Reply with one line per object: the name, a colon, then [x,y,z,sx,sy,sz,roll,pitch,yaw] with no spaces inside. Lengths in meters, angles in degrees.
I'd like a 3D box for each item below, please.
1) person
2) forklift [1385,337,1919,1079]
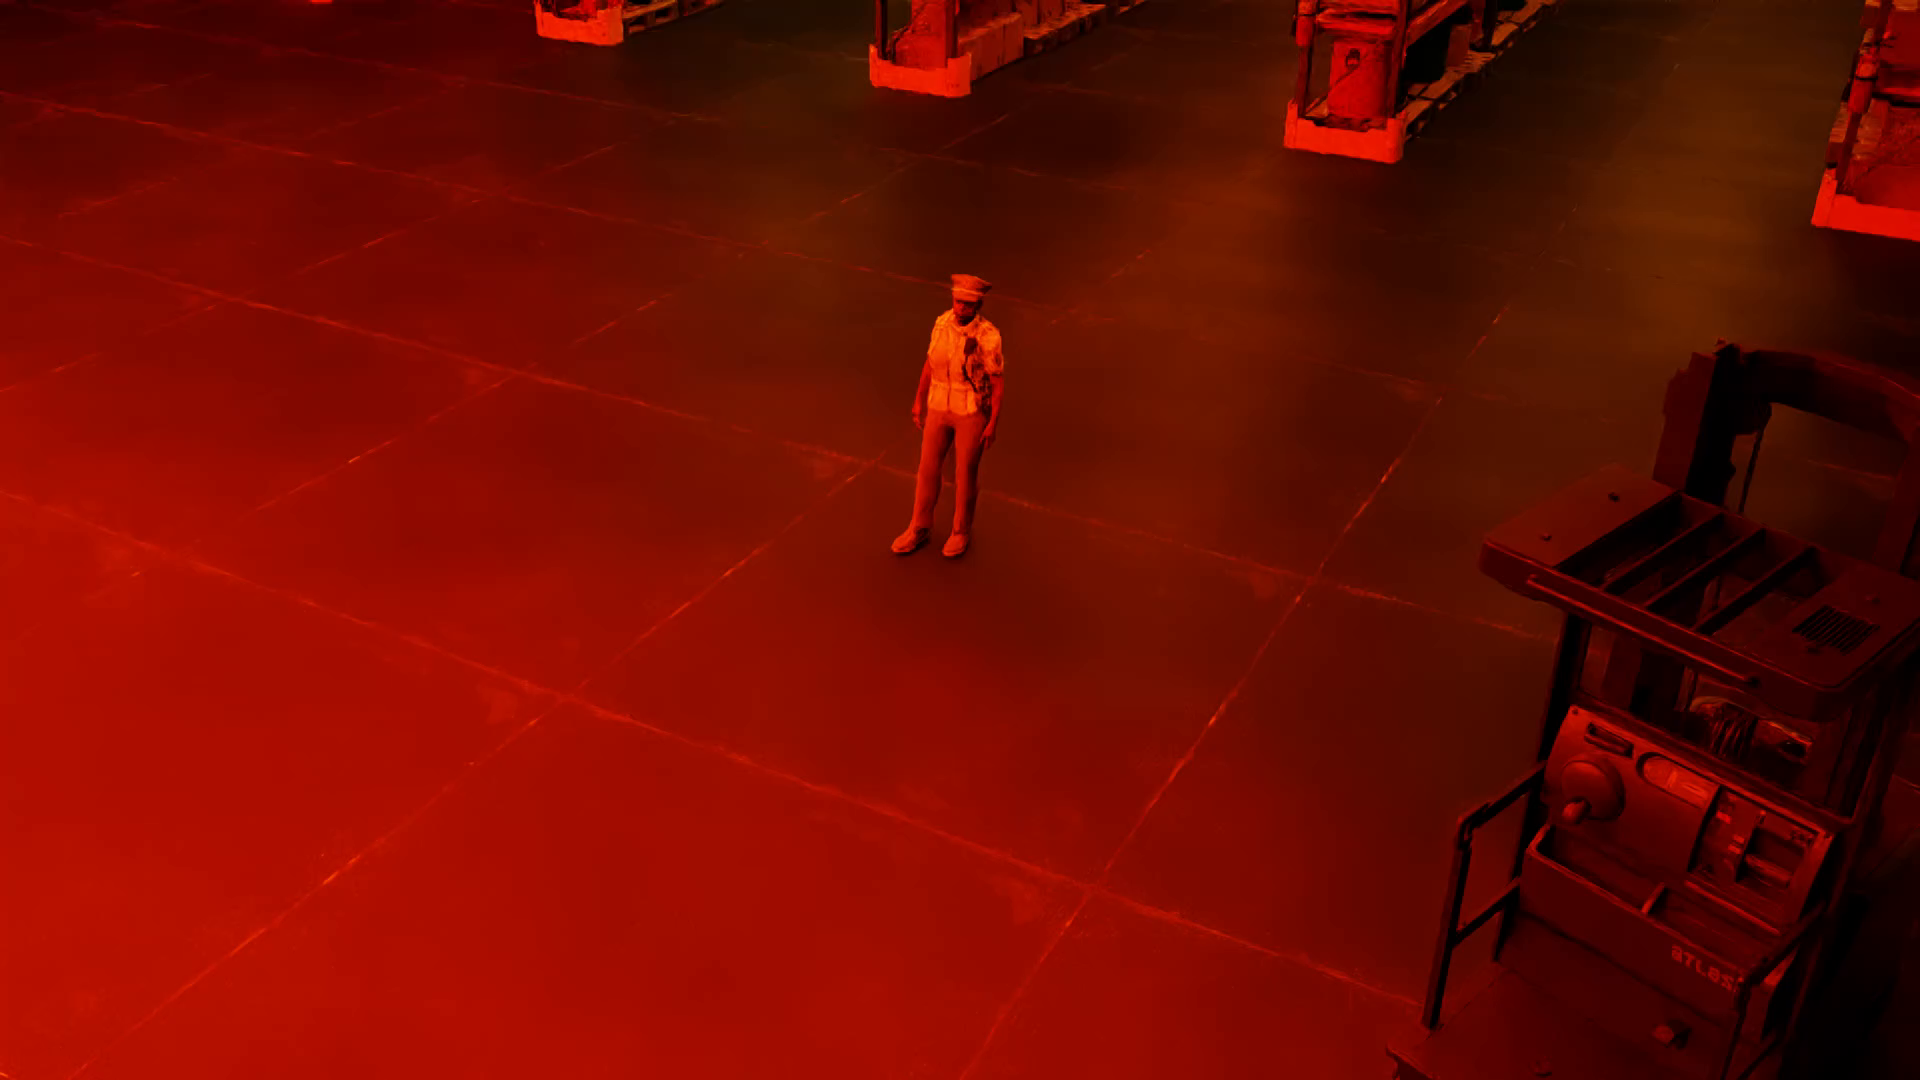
person: [-0.054,-0.712,9.527,0.570,1.695,0.529,15,33,25]
forklift: [2.266,0.936,5.449,3.031,2.935,1.130,-24,37,-35]
